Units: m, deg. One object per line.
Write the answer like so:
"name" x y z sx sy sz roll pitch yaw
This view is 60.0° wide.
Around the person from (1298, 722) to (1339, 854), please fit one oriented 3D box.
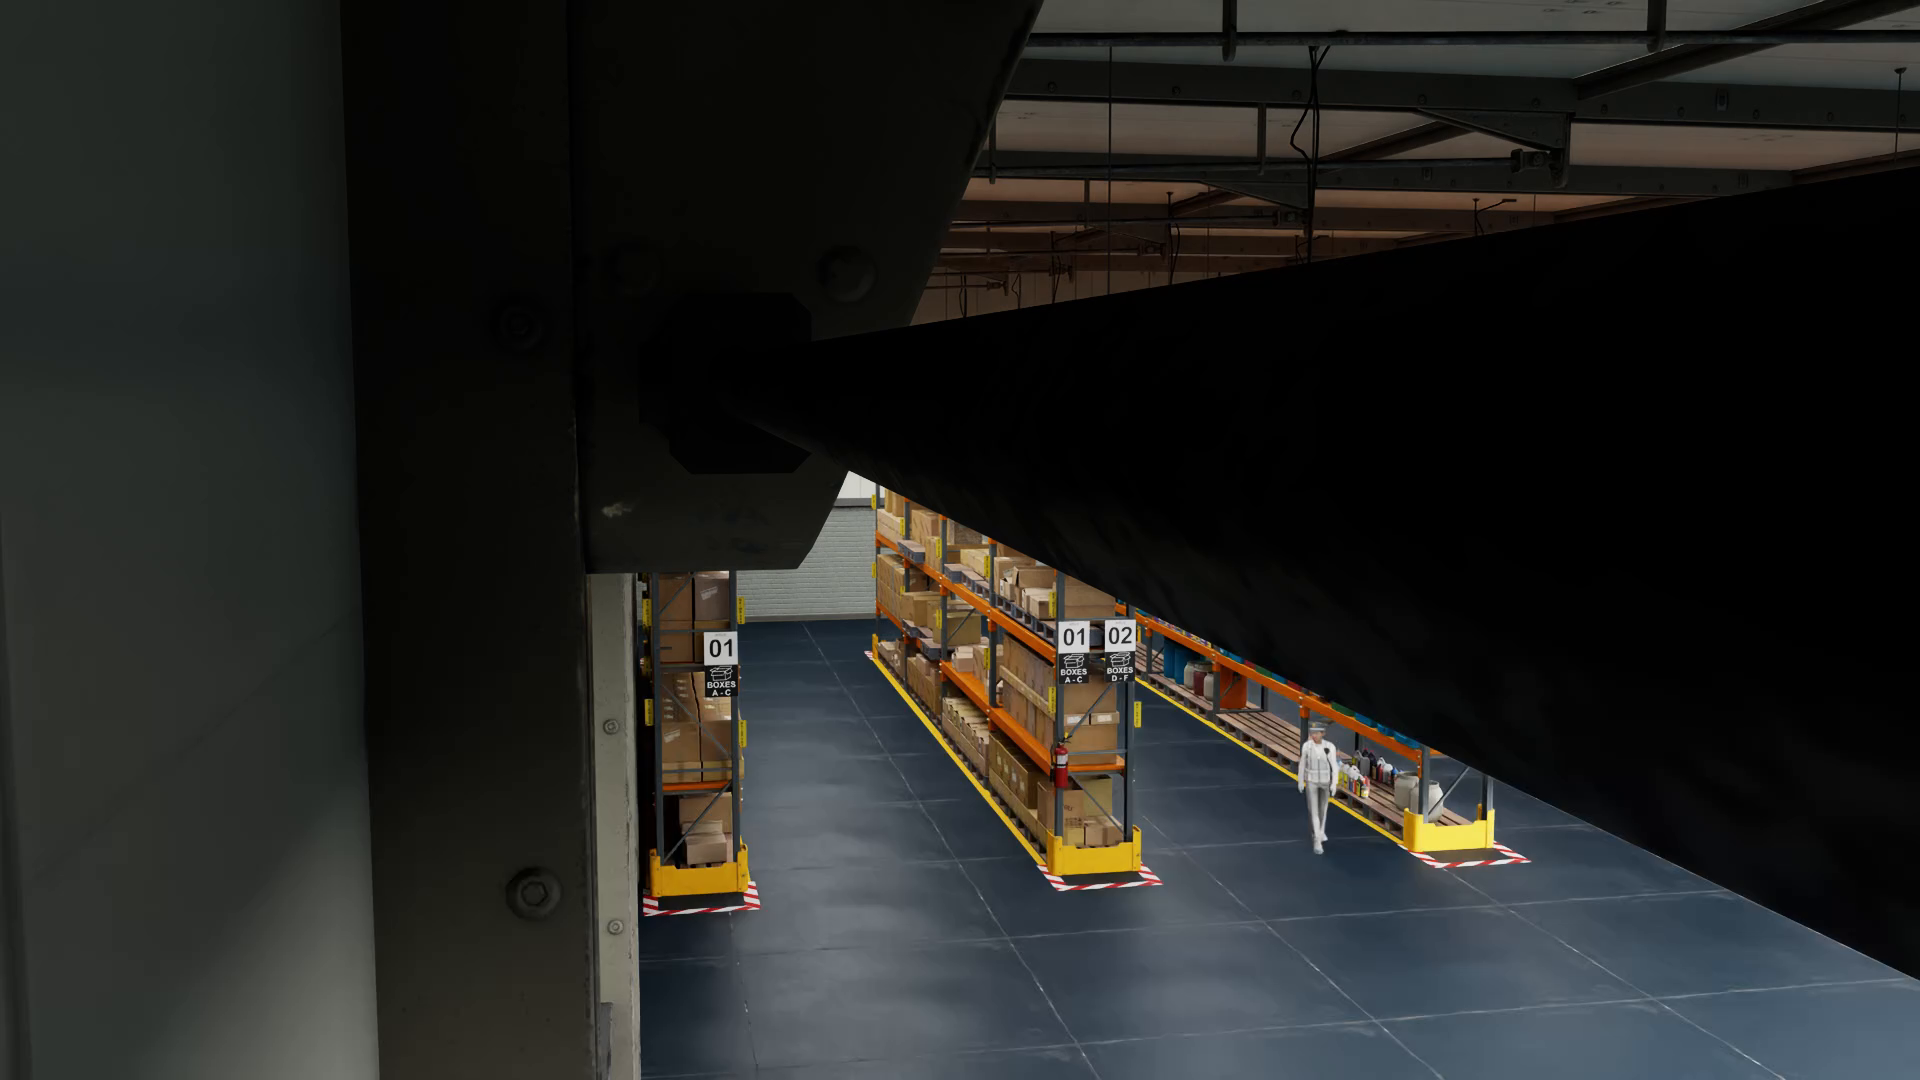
"person" 4.761 3.239 22.045 0.521 1.661 0.814 1 6 7
